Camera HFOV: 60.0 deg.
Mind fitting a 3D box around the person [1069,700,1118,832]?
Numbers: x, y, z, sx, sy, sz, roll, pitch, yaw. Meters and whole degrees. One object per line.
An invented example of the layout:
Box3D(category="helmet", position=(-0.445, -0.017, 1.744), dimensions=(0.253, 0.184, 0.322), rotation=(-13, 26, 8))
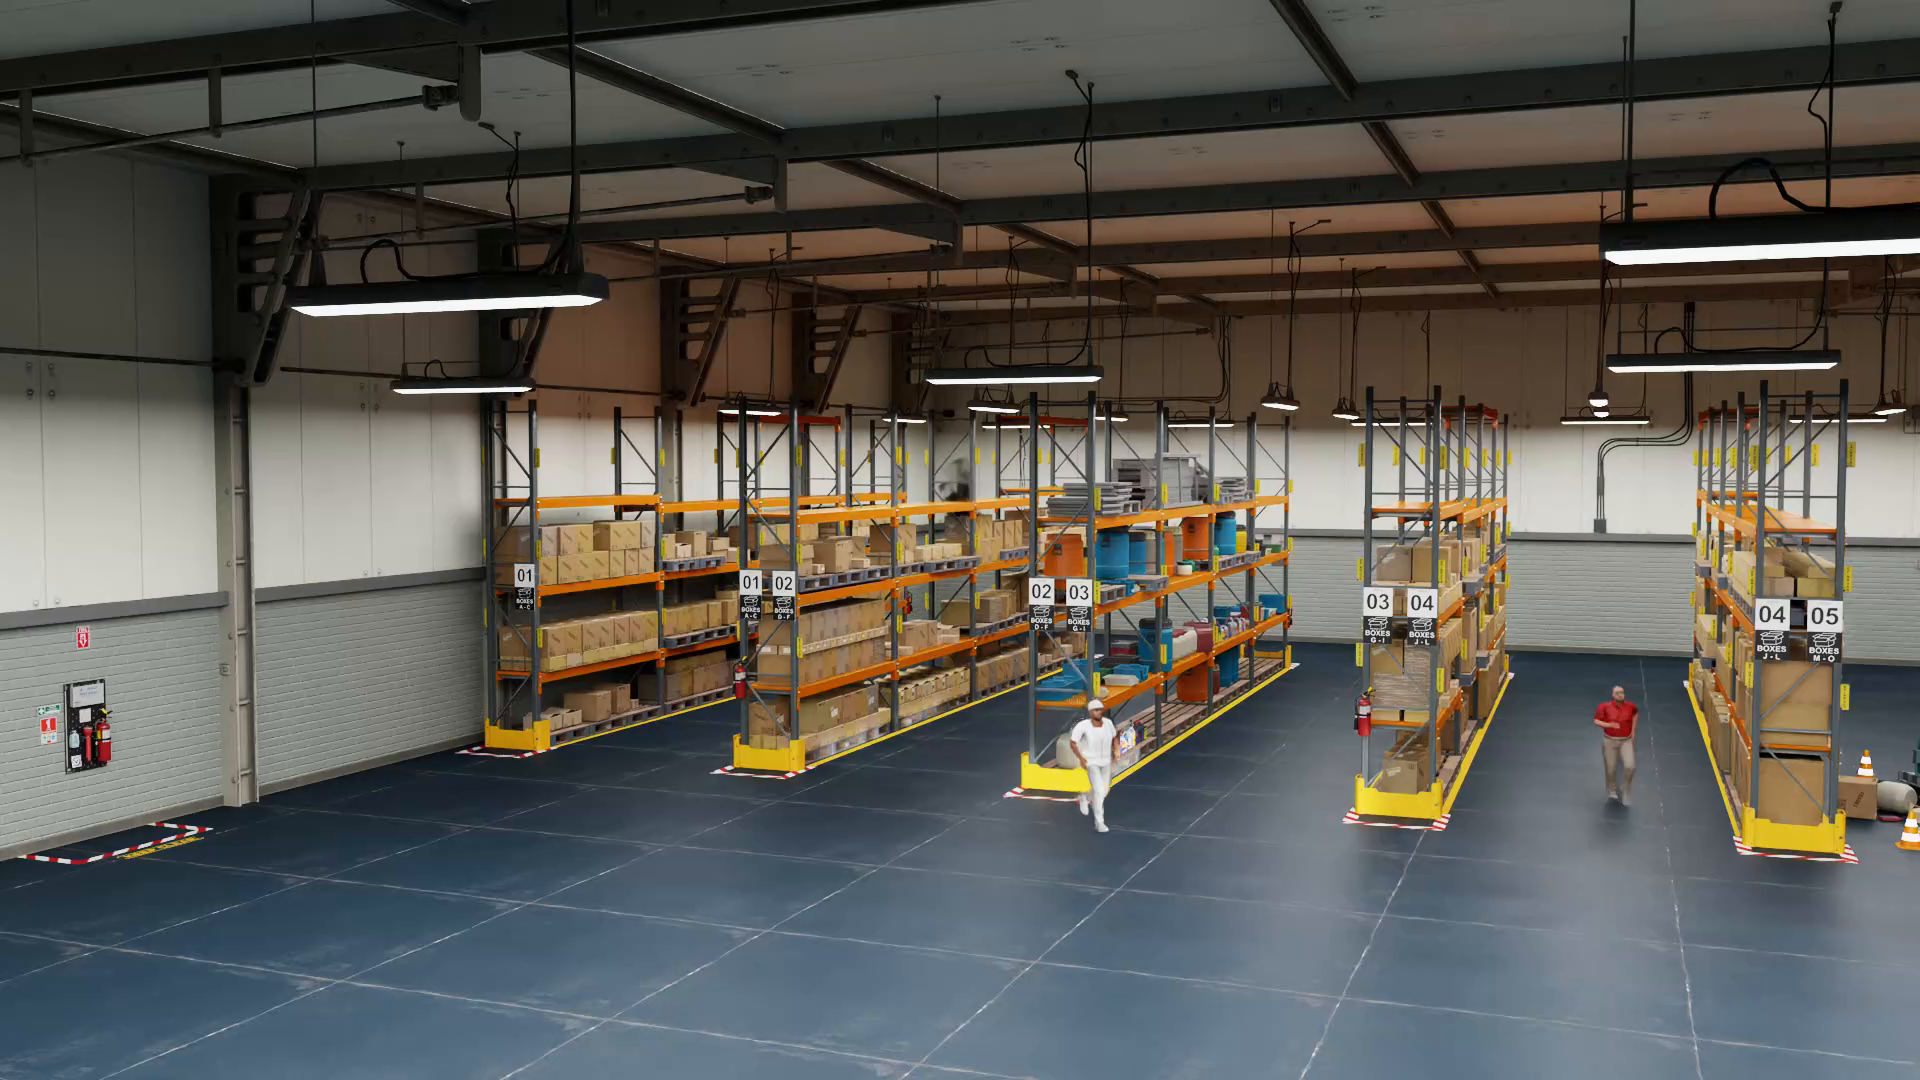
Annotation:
Box3D(category="person", position=(1.816, 3.015, 22.467), dimensions=(0.697, 1.756, 0.807), rotation=(-1, 3, -25))

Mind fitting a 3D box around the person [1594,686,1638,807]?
Box3D(category="person", position=(9.499, 2.975, 24.062), dimensions=(0.641, 1.759, 0.790), rotation=(1, 3, 11))
